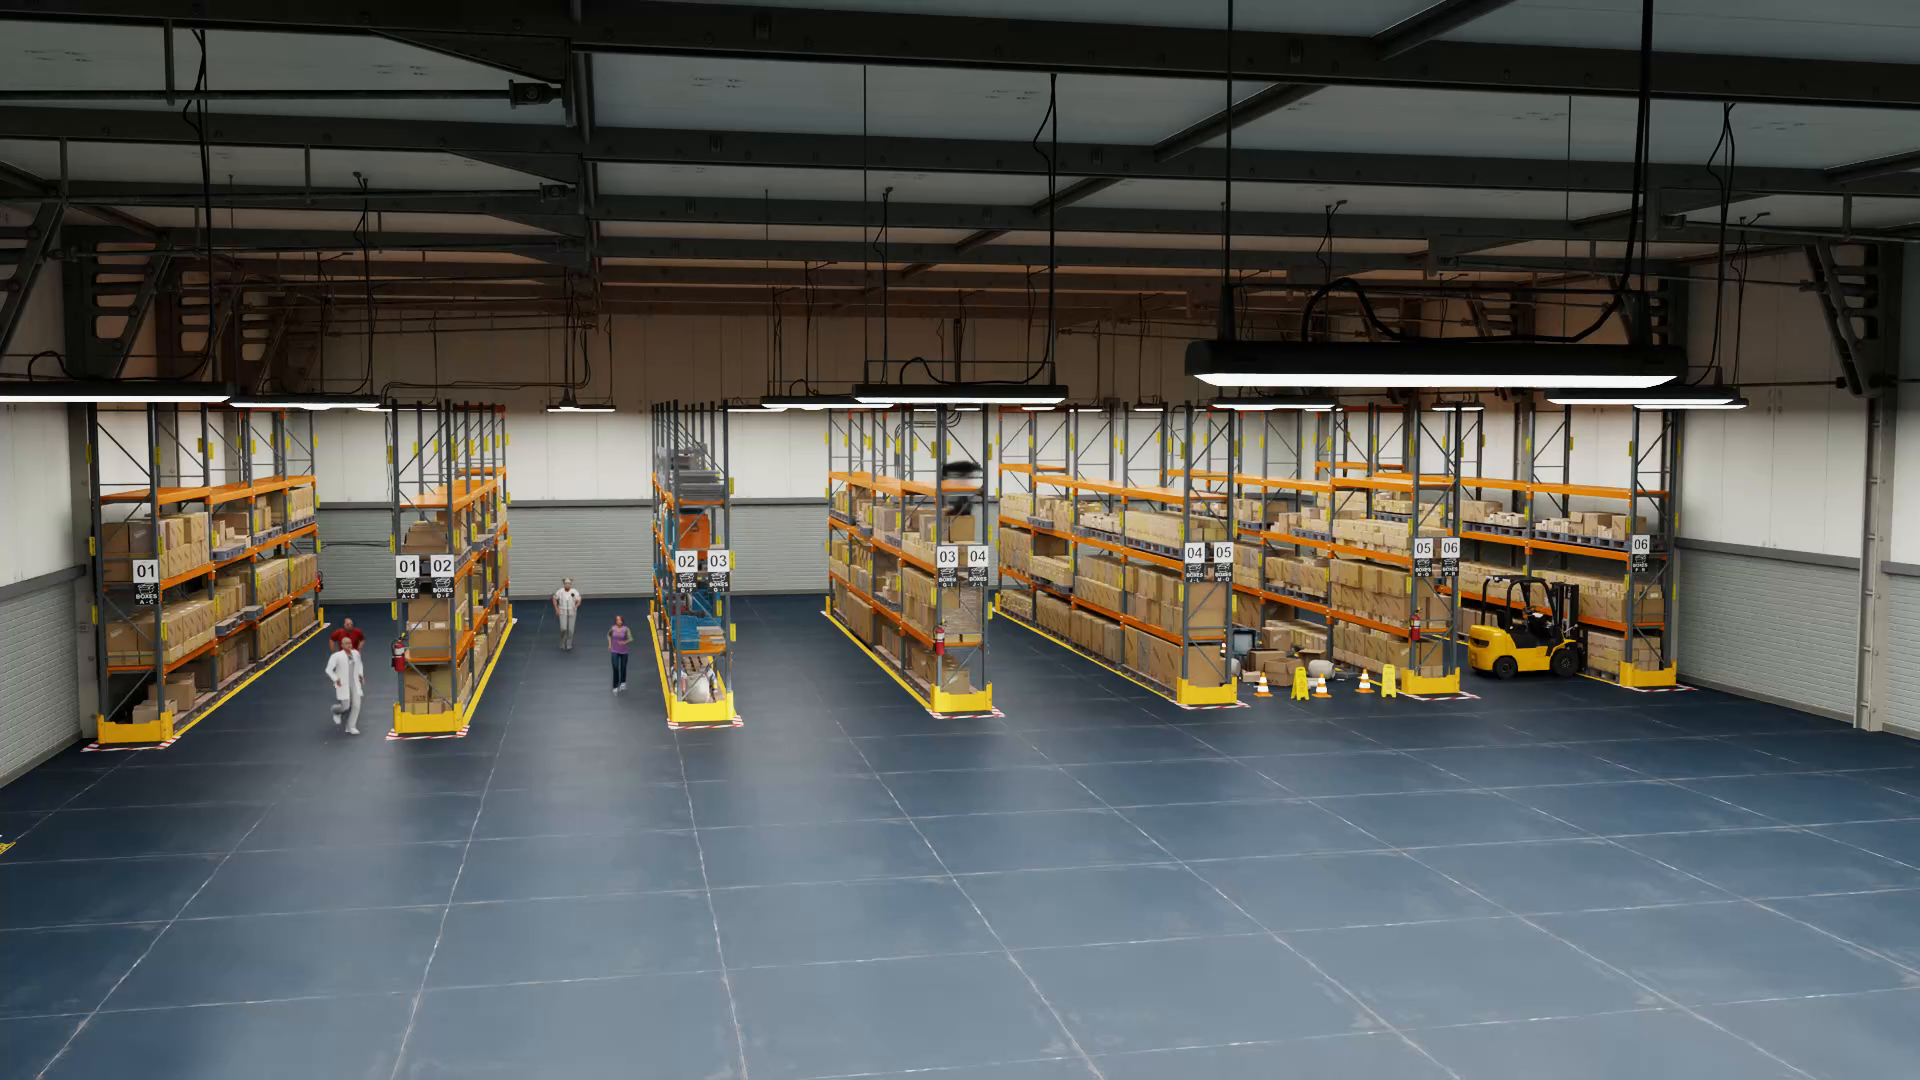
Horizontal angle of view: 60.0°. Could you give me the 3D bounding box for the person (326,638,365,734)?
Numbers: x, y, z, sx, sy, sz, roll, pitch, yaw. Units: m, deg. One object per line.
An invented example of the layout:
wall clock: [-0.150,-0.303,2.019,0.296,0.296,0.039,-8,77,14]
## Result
person: [-11.075,2.610,29.977,0.797,1.734,0.722,4,6,44]

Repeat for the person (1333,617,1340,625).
person: [9.762,1.767,41.994,0.533,1.600,0.905,-1,5,-17]

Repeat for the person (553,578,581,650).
person: [-9.554,1.802,40.510,0.668,1.781,0.669,-1,5,-17]

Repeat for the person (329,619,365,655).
person: [-12.367,2.390,33.576,0.667,1.668,0.770,-2,5,-26]

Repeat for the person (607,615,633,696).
person: [-6.984,2.348,34.177,0.541,1.642,0.705,0,4,-6]
